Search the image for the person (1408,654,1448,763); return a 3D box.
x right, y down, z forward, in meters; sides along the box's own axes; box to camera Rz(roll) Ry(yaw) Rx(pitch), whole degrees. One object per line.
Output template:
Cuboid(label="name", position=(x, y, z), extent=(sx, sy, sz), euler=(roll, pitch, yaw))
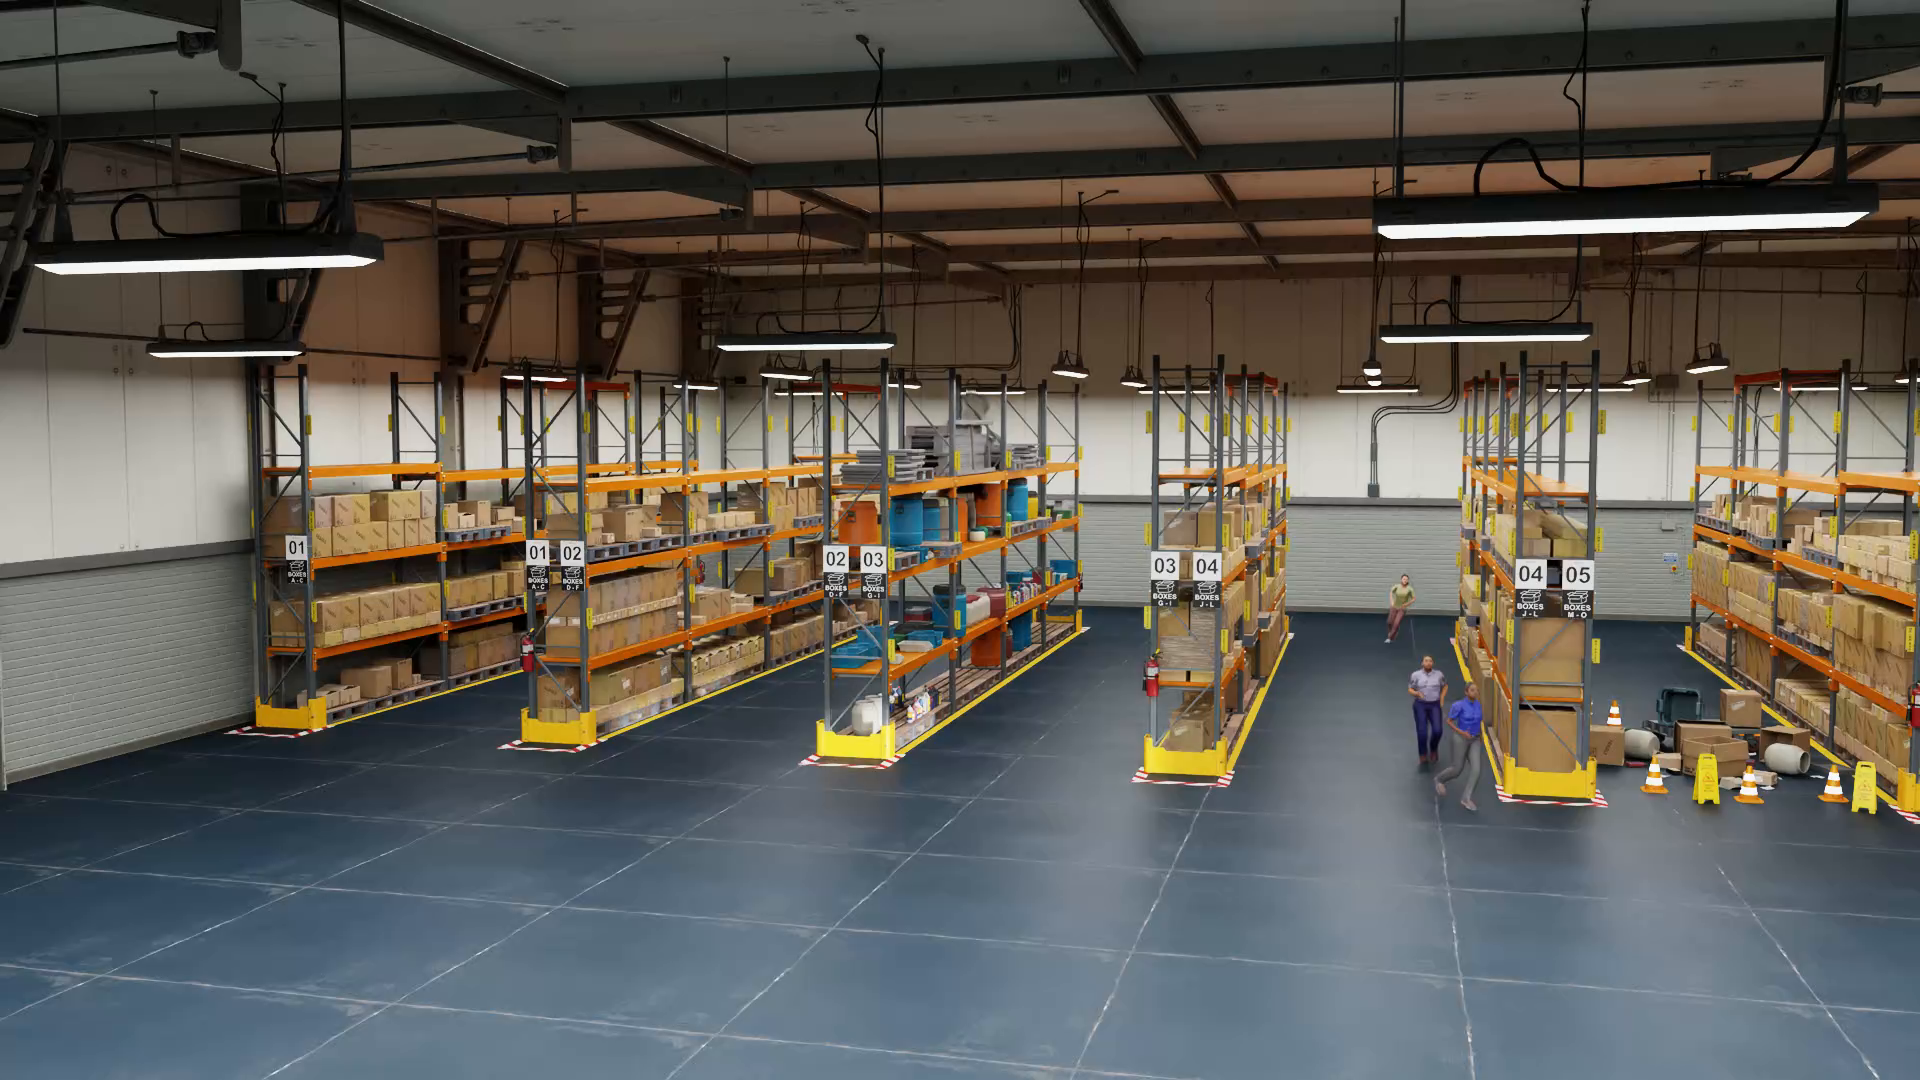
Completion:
Cuboid(label="person", position=(6.908, 2.541, 24.540), extent=(0.570, 1.536, 0.576), euler=(1, 4, 9))

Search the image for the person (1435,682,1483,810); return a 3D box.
Cuboid(label="person", position=(6.675, 2.686, 21.987), extent=(0.605, 1.650, 0.774), euler=(-1, 4, -19))

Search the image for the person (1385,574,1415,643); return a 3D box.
Cuboid(label="person", position=(10.164, 1.572, 38.311), extent=(0.658, 1.595, 0.565), euler=(2, 5, 29))
